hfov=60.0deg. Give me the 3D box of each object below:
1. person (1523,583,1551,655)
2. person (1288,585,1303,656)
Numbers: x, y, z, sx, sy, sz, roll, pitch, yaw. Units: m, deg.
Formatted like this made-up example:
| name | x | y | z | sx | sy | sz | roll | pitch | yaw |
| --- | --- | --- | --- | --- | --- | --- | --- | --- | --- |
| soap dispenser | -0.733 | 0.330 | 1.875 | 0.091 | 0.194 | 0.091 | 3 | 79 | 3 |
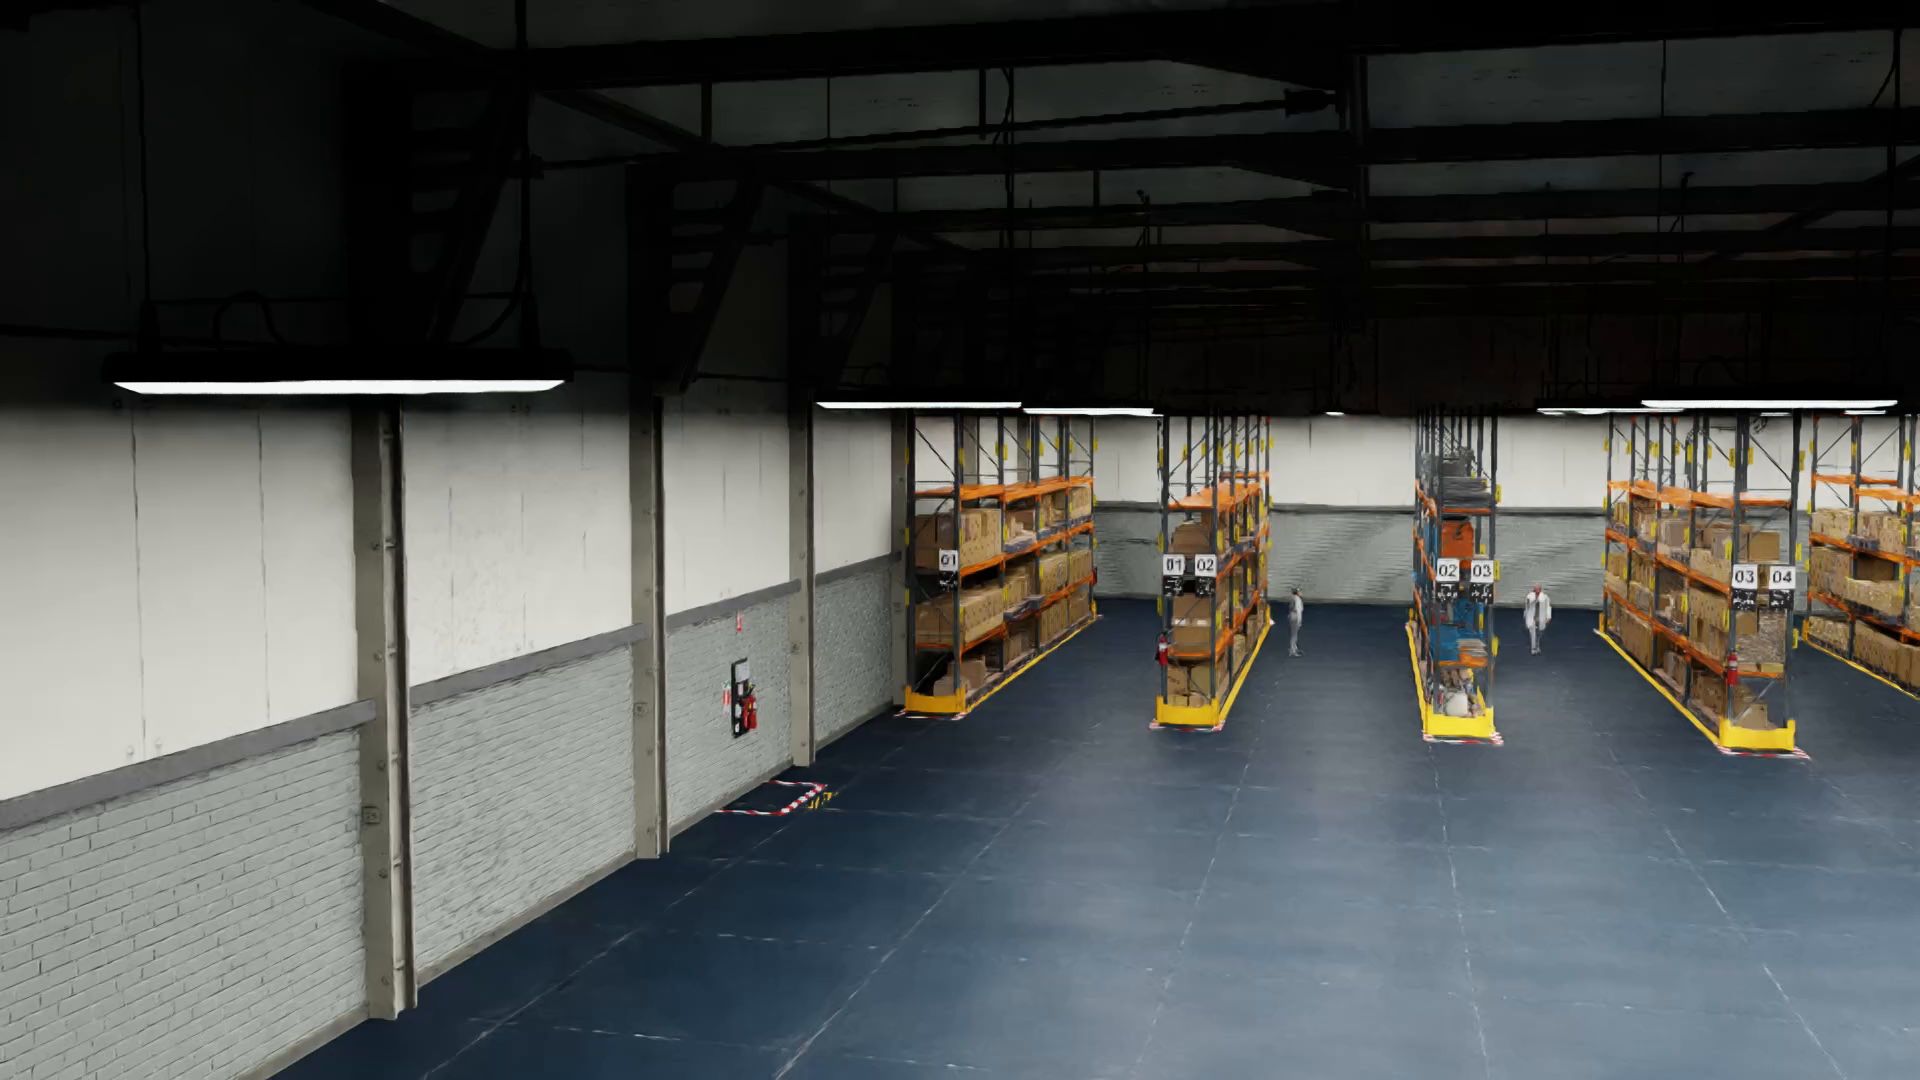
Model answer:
| name | x | y | z | sx | sy | sz | roll | pitch | yaw |
| --- | --- | --- | --- | --- | --- | --- | --- | --- | --- |
| person | 14.069 | 1.908 | 40.522 | 0.603 | 1.725 | 1.110 | 1 | 4 | 13 |
| person | 8.165 | 1.938 | 40.290 | 0.434 | 1.684 | 0.549 | 0 | 4 | -7 |
